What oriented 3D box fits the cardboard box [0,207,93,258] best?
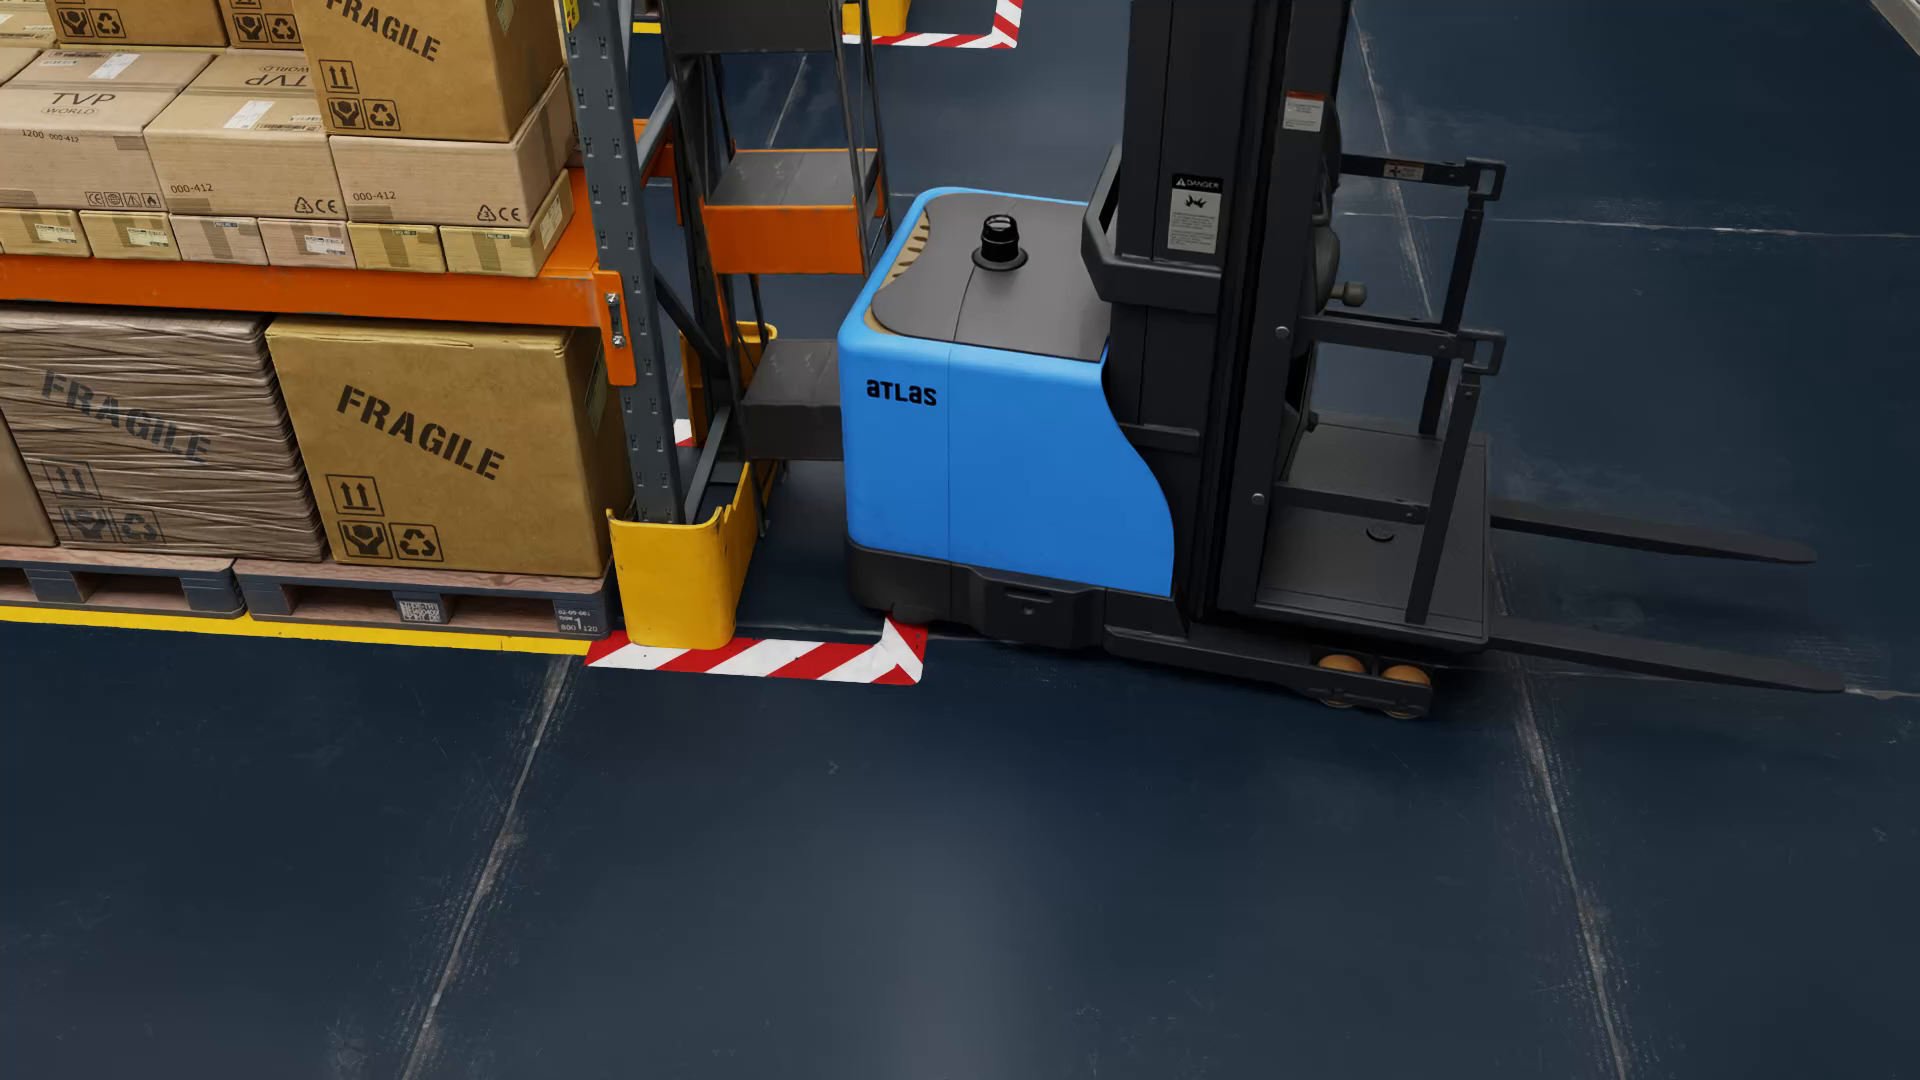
[{"bbox_3d":[-2.544,-0.970,4.764,0.250,0.149,0.380,3,39,4],"label":"cardboard box"}]

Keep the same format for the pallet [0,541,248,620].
[{"bbox_3d":[-2.900,-0.167,5.788,1.213,0.211,1.003,3,39,4],"label":"pallet"}]

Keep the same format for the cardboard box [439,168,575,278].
[{"bbox_3d":[-1.268,-0.901,4.680,0.250,0.149,0.380,4,39,5],"label":"cardboard box"}]

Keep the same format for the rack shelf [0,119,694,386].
[{"bbox_3d":[-2.877,-1.016,5.192,4.000,0.370,1.077,3,39,4],"label":"rack shelf"}]

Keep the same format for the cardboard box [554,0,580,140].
[{"bbox_3d":[-1.340,-1.440,5.026,0.500,0.250,0.500,2,39,3],"label":"cardboard box"}]

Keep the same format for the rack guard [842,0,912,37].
[{"bbox_3d":[-0.432,-3.339,9.456,0.348,0.500,1.175,3,39,4],"label":"rack guard"}]

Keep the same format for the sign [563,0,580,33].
[{"bbox_3d":[-0.945,-1.387,3.973,0.005,0.325,0.100,3,39,4],"label":"sign"}]

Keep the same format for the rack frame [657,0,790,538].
[{"bbox_3d":[-0.737,-0.954,5.273,0.015,2.100,0.400,2,38,9],"label":"rack frame"}]

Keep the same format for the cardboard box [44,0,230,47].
[{"bbox_3d":[-2.354,-1.782,4.852,0.500,0.500,0.500,2,39,3],"label":"cardboard box"}]

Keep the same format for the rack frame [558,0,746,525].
[{"bbox_3d":[-0.885,-1.186,4.831,0.127,3.000,1.000,3,39,4],"label":"rack frame"}]

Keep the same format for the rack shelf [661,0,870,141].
[{"bbox_3d":[-0.549,-1.487,4.812,0.480,0.518,0.431,2,38,9],"label":"rack shelf"}]

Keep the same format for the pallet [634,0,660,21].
[{"bbox_3d":[-1.276,-3.289,9.624,1.213,0.211,1.003,3,39,4],"label":"pallet"}]

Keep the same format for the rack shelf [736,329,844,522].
[{"bbox_3d":[-0.441,-0.387,5.672,0.480,0.518,0.431,2,38,9],"label":"rack shelf"}]

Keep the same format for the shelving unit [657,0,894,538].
[{"bbox_3d":[-0.496,-0.948,5.234,0.503,2.100,0.431,2,38,9],"label":"shelving unit"}]

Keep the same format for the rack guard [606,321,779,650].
[{"bbox_3d":[-0.861,-0.216,5.619,0.348,0.500,1.175,3,39,4],"label":"rack guard"}]

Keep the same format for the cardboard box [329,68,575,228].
[{"bbox_3d":[-1.390,-1.103,4.612,0.500,0.250,0.500,3,39,3],"label":"cardboard box"}]

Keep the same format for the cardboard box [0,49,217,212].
[{"bbox_3d":[-2.403,-1.159,4.680,0.500,0.250,0.500,2,39,2],"label":"cardboard box"}]

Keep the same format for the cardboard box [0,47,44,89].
[{"bbox_3d":[-2.922,-1.184,4.712,0.500,0.250,0.500,3,39,4],"label":"cardboard box"}]

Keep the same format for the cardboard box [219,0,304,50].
[{"bbox_3d":[-1.838,-1.758,4.822,0.500,0.500,0.500,2,39,3],"label":"cardboard box"}]

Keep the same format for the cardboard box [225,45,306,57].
[{"bbox_3d":[-1.858,-1.464,5.055,0.500,0.250,0.500,3,39,3],"label":"cardboard box"}]

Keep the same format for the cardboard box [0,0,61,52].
[{"bbox_3d":[-2.879,-1.518,5.123,0.500,0.250,0.500,2,39,3],"label":"cardboard box"}]

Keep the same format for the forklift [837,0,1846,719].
[{"bbox_3d":[1.202,-0.963,4.612,3.031,2.935,1.130,9,40,11],"label":"forklift"}]

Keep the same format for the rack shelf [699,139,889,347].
[{"bbox_3d":[-0.495,-0.937,5.242,0.480,0.518,0.431,2,38,9],"label":"rack shelf"}]

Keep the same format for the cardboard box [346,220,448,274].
[{"bbox_3d":[-1.527,-0.914,4.696,0.250,0.149,0.380,4,39,4],"label":"cardboard box"}]

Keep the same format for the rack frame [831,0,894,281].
[{"bbox_3d":[-0.255,-0.941,5.195,0.015,2.100,0.400,2,38,9],"label":"rack frame"}]

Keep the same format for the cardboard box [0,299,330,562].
[{"bbox_3d":[-2.436,-0.559,5.411,0.875,0.875,0.875,3,39,4],"label":"cardboard box"}]

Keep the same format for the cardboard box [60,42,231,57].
[{"bbox_3d":[-2.358,-1.493,5.092,0.500,0.250,0.500,2,39,2],"label":"cardboard box"}]

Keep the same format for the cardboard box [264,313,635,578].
[{"bbox_3d":[-1.529,-0.510,5.351,0.875,0.875,0.875,3,39,4],"label":"cardboard box"}]

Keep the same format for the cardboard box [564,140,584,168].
[{"bbox_3d":[-1.210,-1.316,5.189,0.250,0.149,0.380,4,39,4],"label":"cardboard box"}]

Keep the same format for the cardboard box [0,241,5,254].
[{"bbox_3d":[-2.791,-0.985,4.783,0.250,0.149,0.380,4,39,5],"label":"cardboard box"}]

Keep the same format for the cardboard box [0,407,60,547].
[{"bbox_3d":[-3.323,-0.608,5.471,0.875,0.875,0.875,3,39,4],"label":"cardboard box"}]

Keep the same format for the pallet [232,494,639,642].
[{"bbox_3d":[-1.688,-0.099,5.705,1.213,0.211,1.003,3,39,4],"label":"pallet"}]

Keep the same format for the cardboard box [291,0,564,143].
[{"bbox_3d":[-1.393,-1.396,4.378,0.500,0.500,0.500,4,39,4],"label":"cardboard box"}]

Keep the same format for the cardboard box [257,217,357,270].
[{"bbox_3d":[-1.778,-0.929,4.714,0.250,0.149,0.380,3,39,4],"label":"cardboard box"}]

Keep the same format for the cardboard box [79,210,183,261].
[{"bbox_3d":[-2.286,-0.956,4.747,0.250,0.149,0.380,2,39,3],"label":"cardboard box"}]

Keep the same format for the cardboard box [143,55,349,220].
[{"bbox_3d":[-1.896,-1.131,4.647,0.500,0.250,0.500,2,39,3],"label":"cardboard box"}]

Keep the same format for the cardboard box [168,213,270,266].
[{"bbox_3d":[-2.027,-0.943,4.731,0.250,0.149,0.380,4,39,5],"label":"cardboard box"}]
